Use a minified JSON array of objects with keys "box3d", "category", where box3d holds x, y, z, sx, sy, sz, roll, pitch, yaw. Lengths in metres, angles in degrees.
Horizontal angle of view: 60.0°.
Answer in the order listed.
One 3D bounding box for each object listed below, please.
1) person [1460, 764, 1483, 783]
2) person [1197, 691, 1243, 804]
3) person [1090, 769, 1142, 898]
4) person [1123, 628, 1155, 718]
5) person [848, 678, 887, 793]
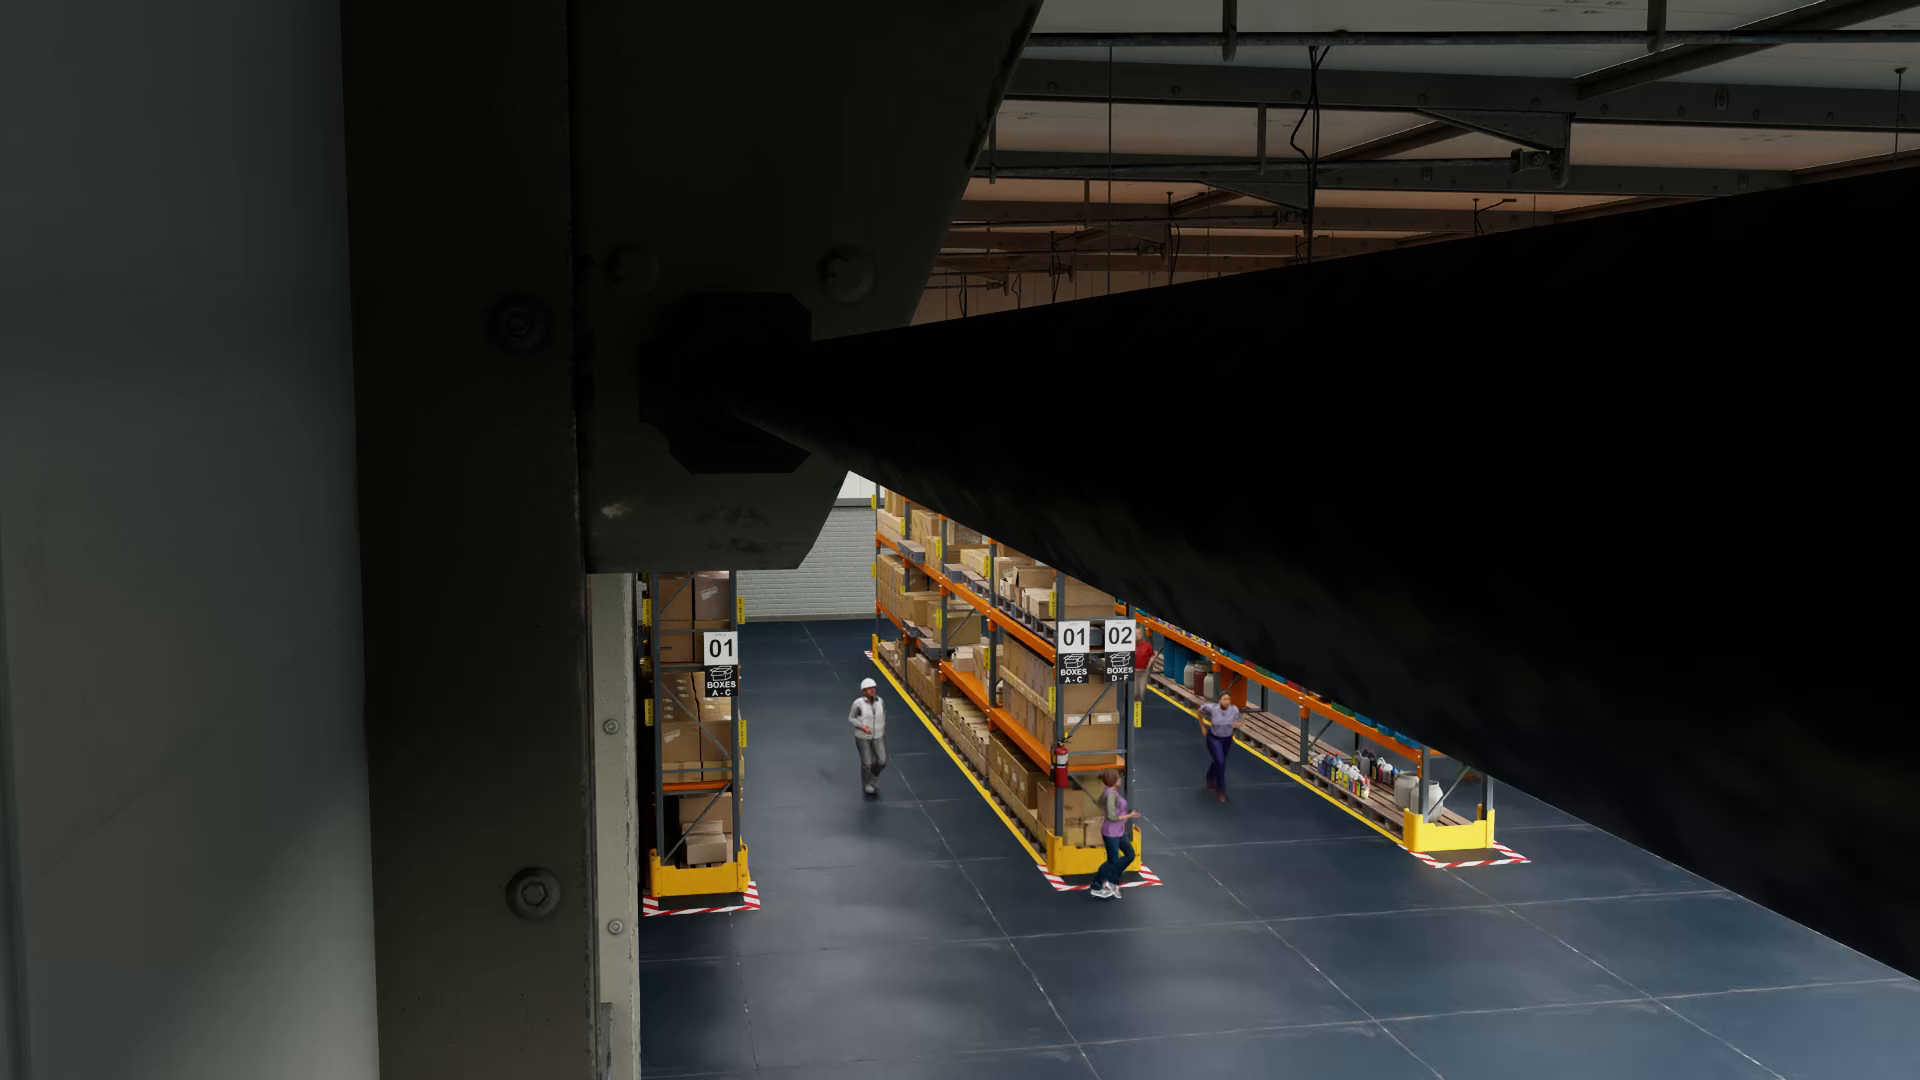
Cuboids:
[{"box3d":[7.991,2.860,25.272,0.643,1.717,0.910,-4,7,-32],"category":"person"},{"box3d":[3.828,3.015,24.644,0.601,1.659,0.925,-2,6,-16],"category":"person"},{"box3d":[1.859,3.509,19.807,0.620,1.599,0.515,1,6,13],"category":"person"},{"box3d":[3.199,2.427,29.857,0.644,1.694,0.609,-1,6,-5],"category":"person"},{"box3d":[-1.331,2.921,24.754,0.658,1.733,0.579,-3,6,-25],"category":"person"}]
